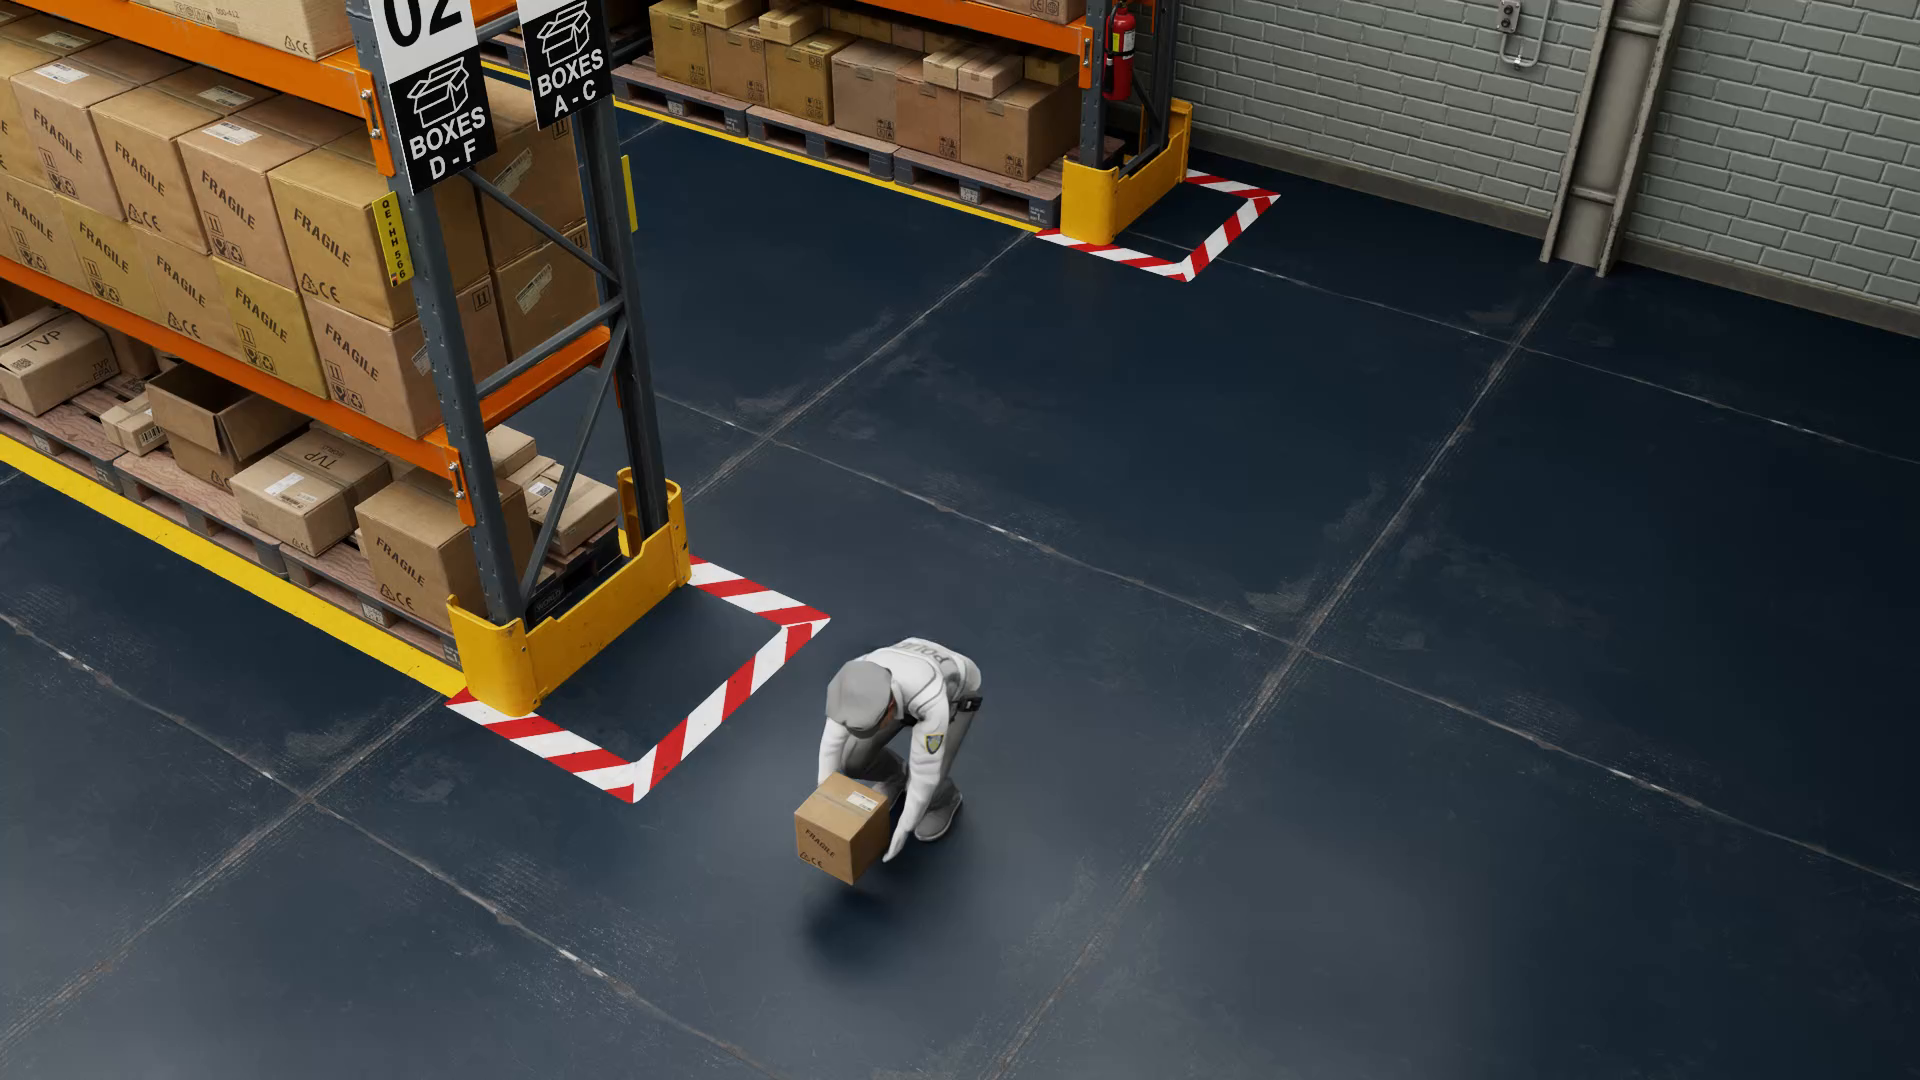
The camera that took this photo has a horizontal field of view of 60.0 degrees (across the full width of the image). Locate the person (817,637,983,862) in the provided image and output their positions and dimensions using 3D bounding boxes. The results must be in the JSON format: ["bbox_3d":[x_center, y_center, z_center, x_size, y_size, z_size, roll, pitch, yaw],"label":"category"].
[{"bbox_3d":[-0.210,0.730,6.259,0.501,1.054,0.818,22,43,25],"label":"person"}]
